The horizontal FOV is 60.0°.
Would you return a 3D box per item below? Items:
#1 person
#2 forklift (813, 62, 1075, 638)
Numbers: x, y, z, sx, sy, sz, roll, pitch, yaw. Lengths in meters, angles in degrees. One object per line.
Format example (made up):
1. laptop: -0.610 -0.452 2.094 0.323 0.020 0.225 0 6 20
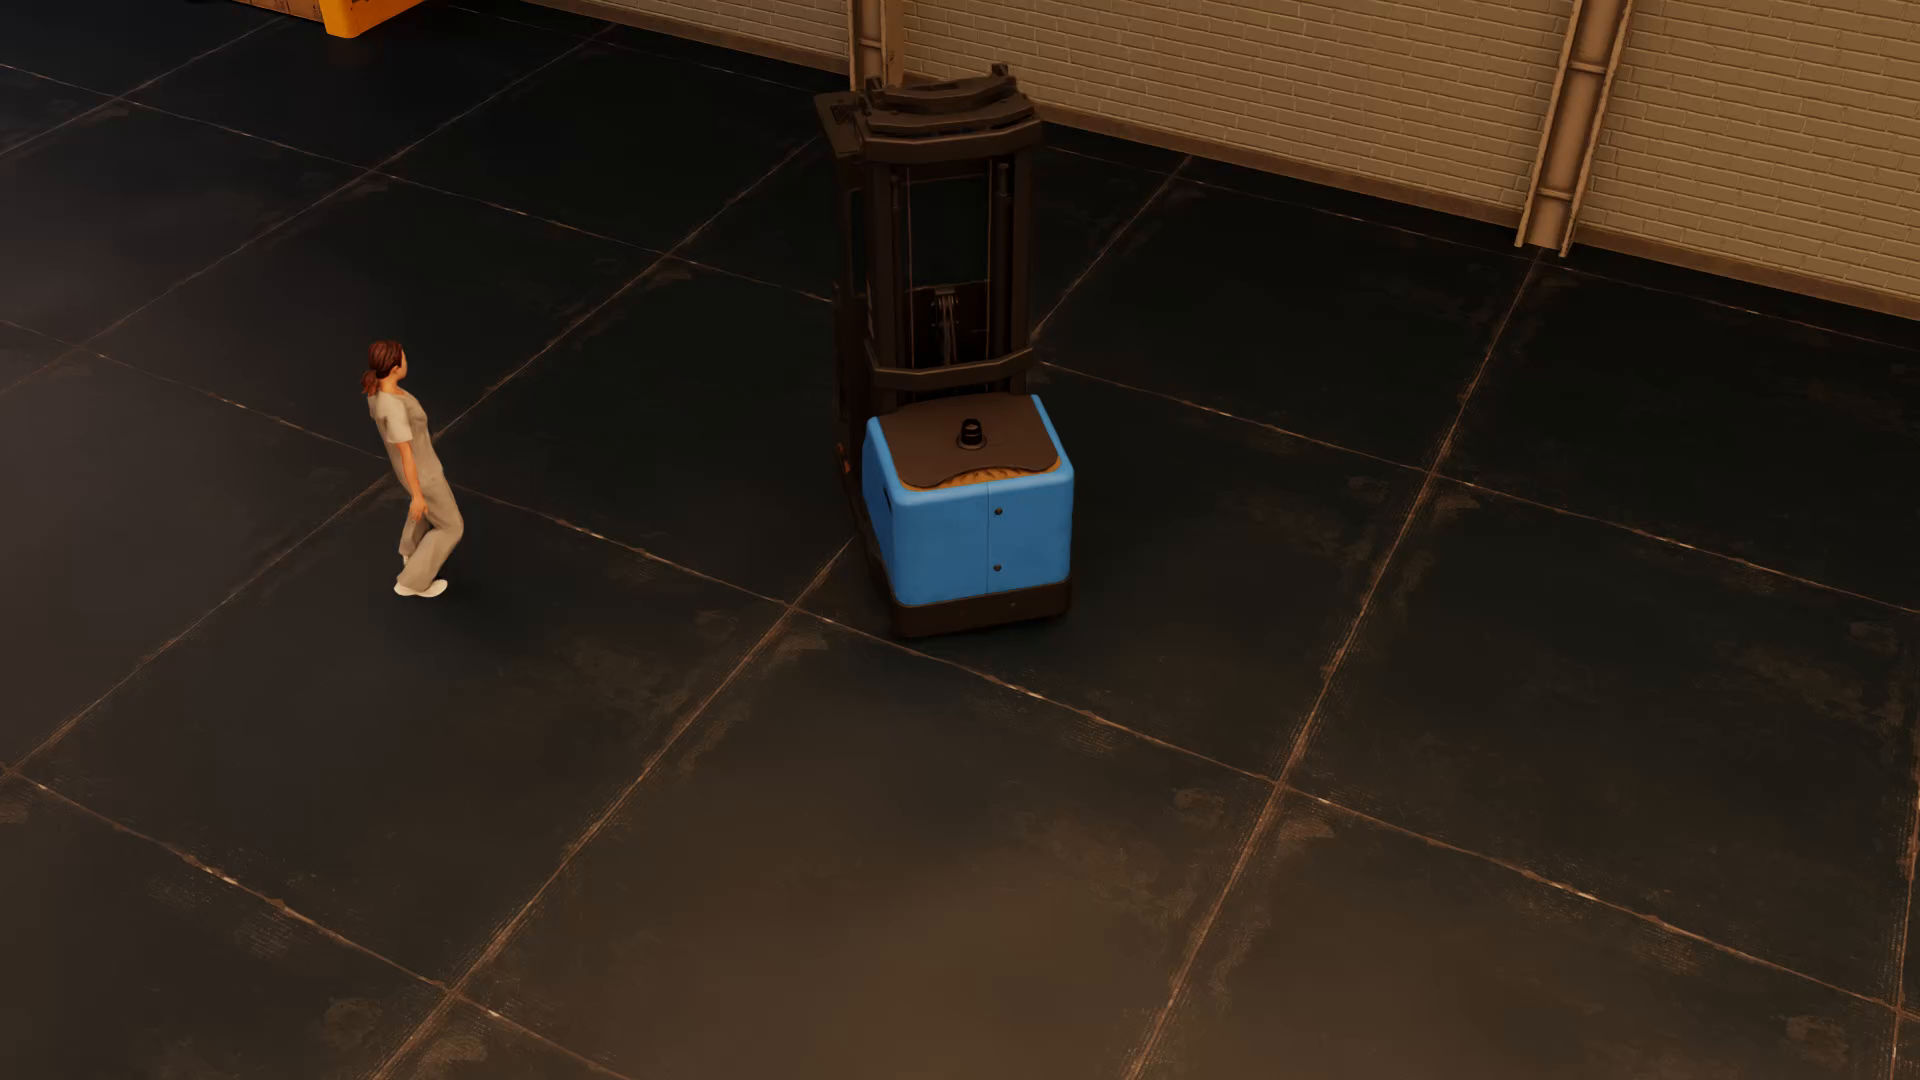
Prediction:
1. person: -3.176 -0.387 9.494 0.469 1.590 0.799 -20 44 -22
2. forklift: -0.201 -1.519 9.790 1.130 2.935 3.031 -9 41 -10
